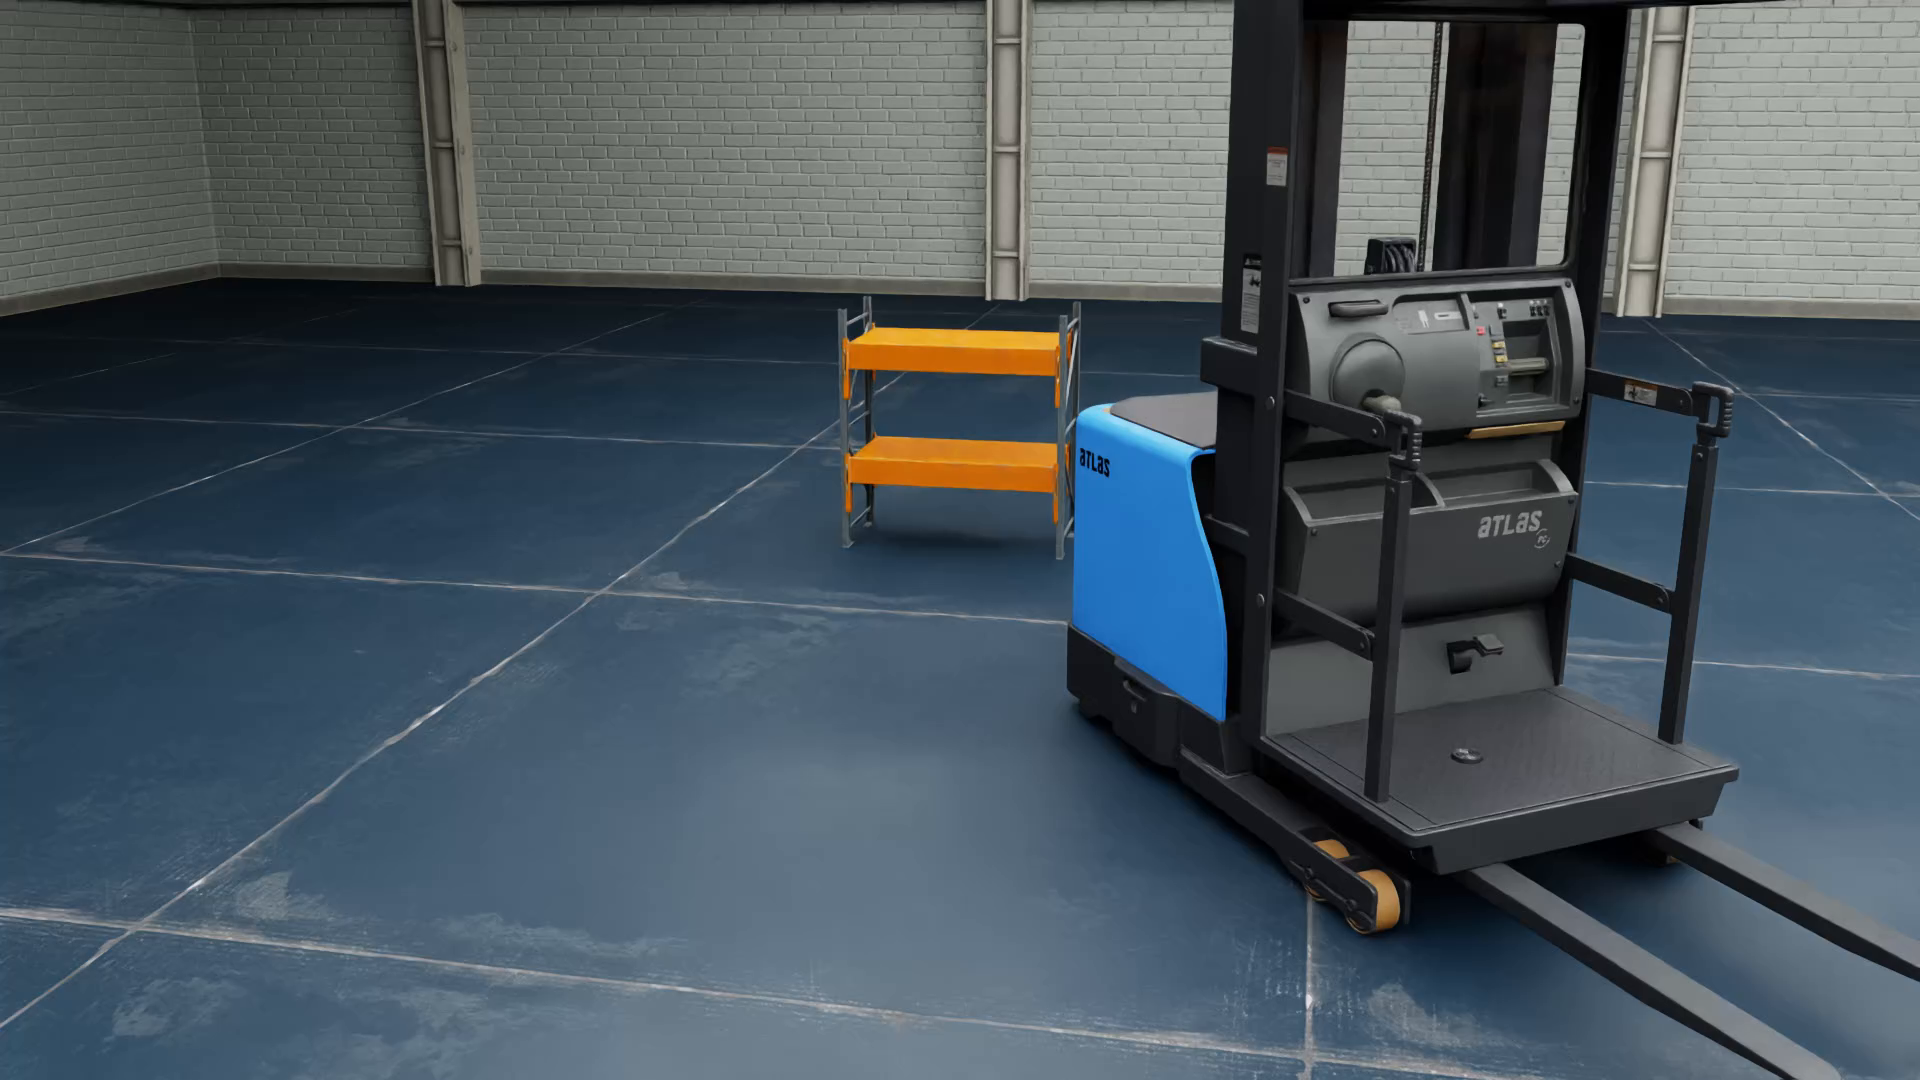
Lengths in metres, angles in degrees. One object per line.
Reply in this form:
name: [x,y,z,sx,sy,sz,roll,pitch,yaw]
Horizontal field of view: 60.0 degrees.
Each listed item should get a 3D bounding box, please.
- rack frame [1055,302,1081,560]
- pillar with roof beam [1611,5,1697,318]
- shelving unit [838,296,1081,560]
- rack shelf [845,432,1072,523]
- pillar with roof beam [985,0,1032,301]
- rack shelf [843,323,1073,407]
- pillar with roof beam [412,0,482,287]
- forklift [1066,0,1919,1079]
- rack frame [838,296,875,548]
rack frame: [0.505,-0.515,7.743,0.032,1.125,0.500,3,16,11]
pillar with roof beam: [5.498,-5.328,10.368,0.400,9.000,9.100,3,16,11]
shelving unit: [0.007,-0.542,7.841,1.048,1.125,0.538,3,16,11]
rack shelf: [0.007,-0.306,7.906,1.000,0.278,0.538,3,16,11]
pillar with roof beam: [-0.381,-5.647,11.520,0.400,9.000,9.100,3,16,11]
rack shelf: [0.007,-0.824,7.762,1.000,0.278,0.538,3,16,11]
pillar with roof beam: [-6.261,-5.966,12.673,0.400,9.000,9.100,3,16,11]
forklift: [1.415,-0.520,4.378,1.130,2.935,3.031,-6,17,-22]
rack frame: [-0.492,-0.569,7.938,0.032,1.125,0.500,3,16,11]
